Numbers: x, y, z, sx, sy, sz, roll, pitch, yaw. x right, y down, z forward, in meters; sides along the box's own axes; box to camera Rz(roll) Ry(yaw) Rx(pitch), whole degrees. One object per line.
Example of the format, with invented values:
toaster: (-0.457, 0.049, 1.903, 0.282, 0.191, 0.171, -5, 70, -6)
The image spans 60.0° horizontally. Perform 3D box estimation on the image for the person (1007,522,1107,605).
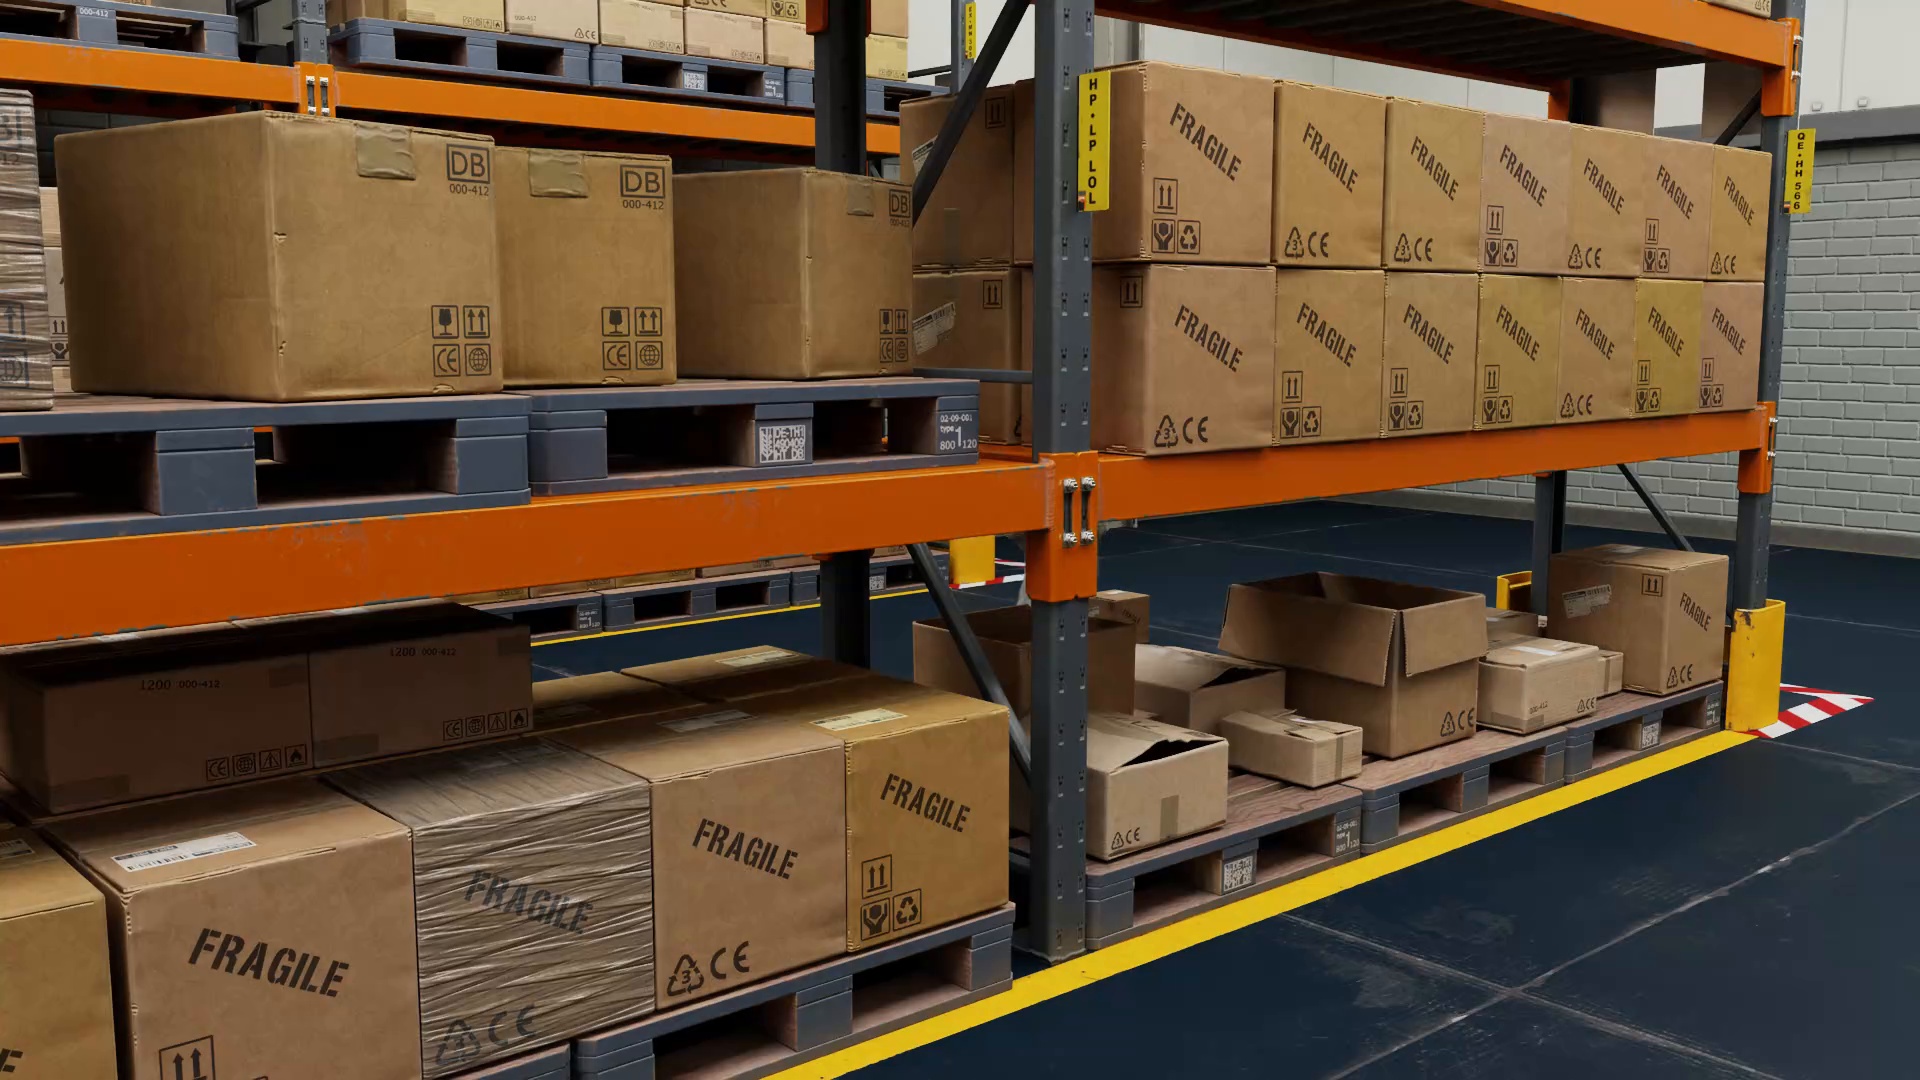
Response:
person: (0.460, -0.150, 8.269, 0.654, 1.455, 0.533, -6, 10, -40)
